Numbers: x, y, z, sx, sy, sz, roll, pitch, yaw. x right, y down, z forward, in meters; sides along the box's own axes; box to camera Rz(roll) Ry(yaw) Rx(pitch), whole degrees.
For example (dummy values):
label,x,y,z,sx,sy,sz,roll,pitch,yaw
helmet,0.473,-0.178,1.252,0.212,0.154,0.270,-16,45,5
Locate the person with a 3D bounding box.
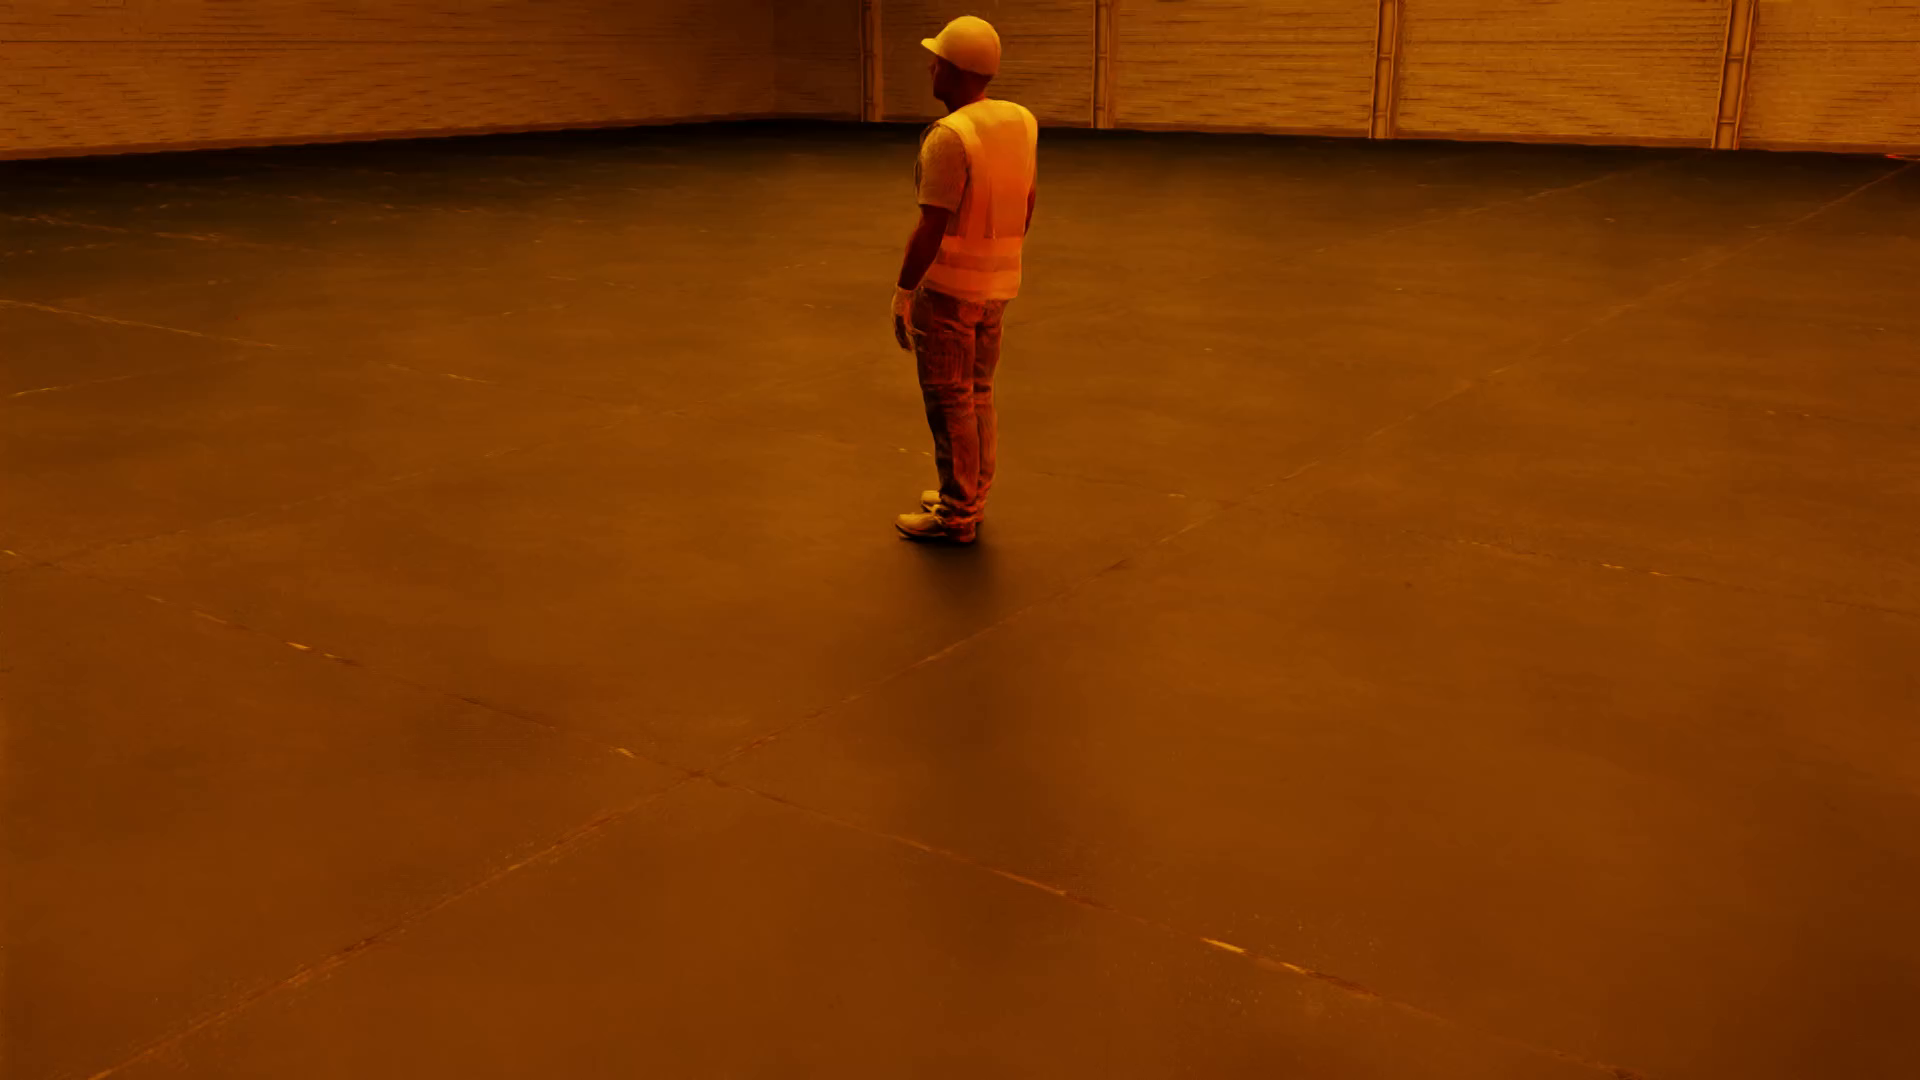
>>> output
label,x,y,z,sx,sy,sz,roll,pitch,yaw
person,-0.055,-0.874,5.737,0.576,1.782,0.655,11,20,33
